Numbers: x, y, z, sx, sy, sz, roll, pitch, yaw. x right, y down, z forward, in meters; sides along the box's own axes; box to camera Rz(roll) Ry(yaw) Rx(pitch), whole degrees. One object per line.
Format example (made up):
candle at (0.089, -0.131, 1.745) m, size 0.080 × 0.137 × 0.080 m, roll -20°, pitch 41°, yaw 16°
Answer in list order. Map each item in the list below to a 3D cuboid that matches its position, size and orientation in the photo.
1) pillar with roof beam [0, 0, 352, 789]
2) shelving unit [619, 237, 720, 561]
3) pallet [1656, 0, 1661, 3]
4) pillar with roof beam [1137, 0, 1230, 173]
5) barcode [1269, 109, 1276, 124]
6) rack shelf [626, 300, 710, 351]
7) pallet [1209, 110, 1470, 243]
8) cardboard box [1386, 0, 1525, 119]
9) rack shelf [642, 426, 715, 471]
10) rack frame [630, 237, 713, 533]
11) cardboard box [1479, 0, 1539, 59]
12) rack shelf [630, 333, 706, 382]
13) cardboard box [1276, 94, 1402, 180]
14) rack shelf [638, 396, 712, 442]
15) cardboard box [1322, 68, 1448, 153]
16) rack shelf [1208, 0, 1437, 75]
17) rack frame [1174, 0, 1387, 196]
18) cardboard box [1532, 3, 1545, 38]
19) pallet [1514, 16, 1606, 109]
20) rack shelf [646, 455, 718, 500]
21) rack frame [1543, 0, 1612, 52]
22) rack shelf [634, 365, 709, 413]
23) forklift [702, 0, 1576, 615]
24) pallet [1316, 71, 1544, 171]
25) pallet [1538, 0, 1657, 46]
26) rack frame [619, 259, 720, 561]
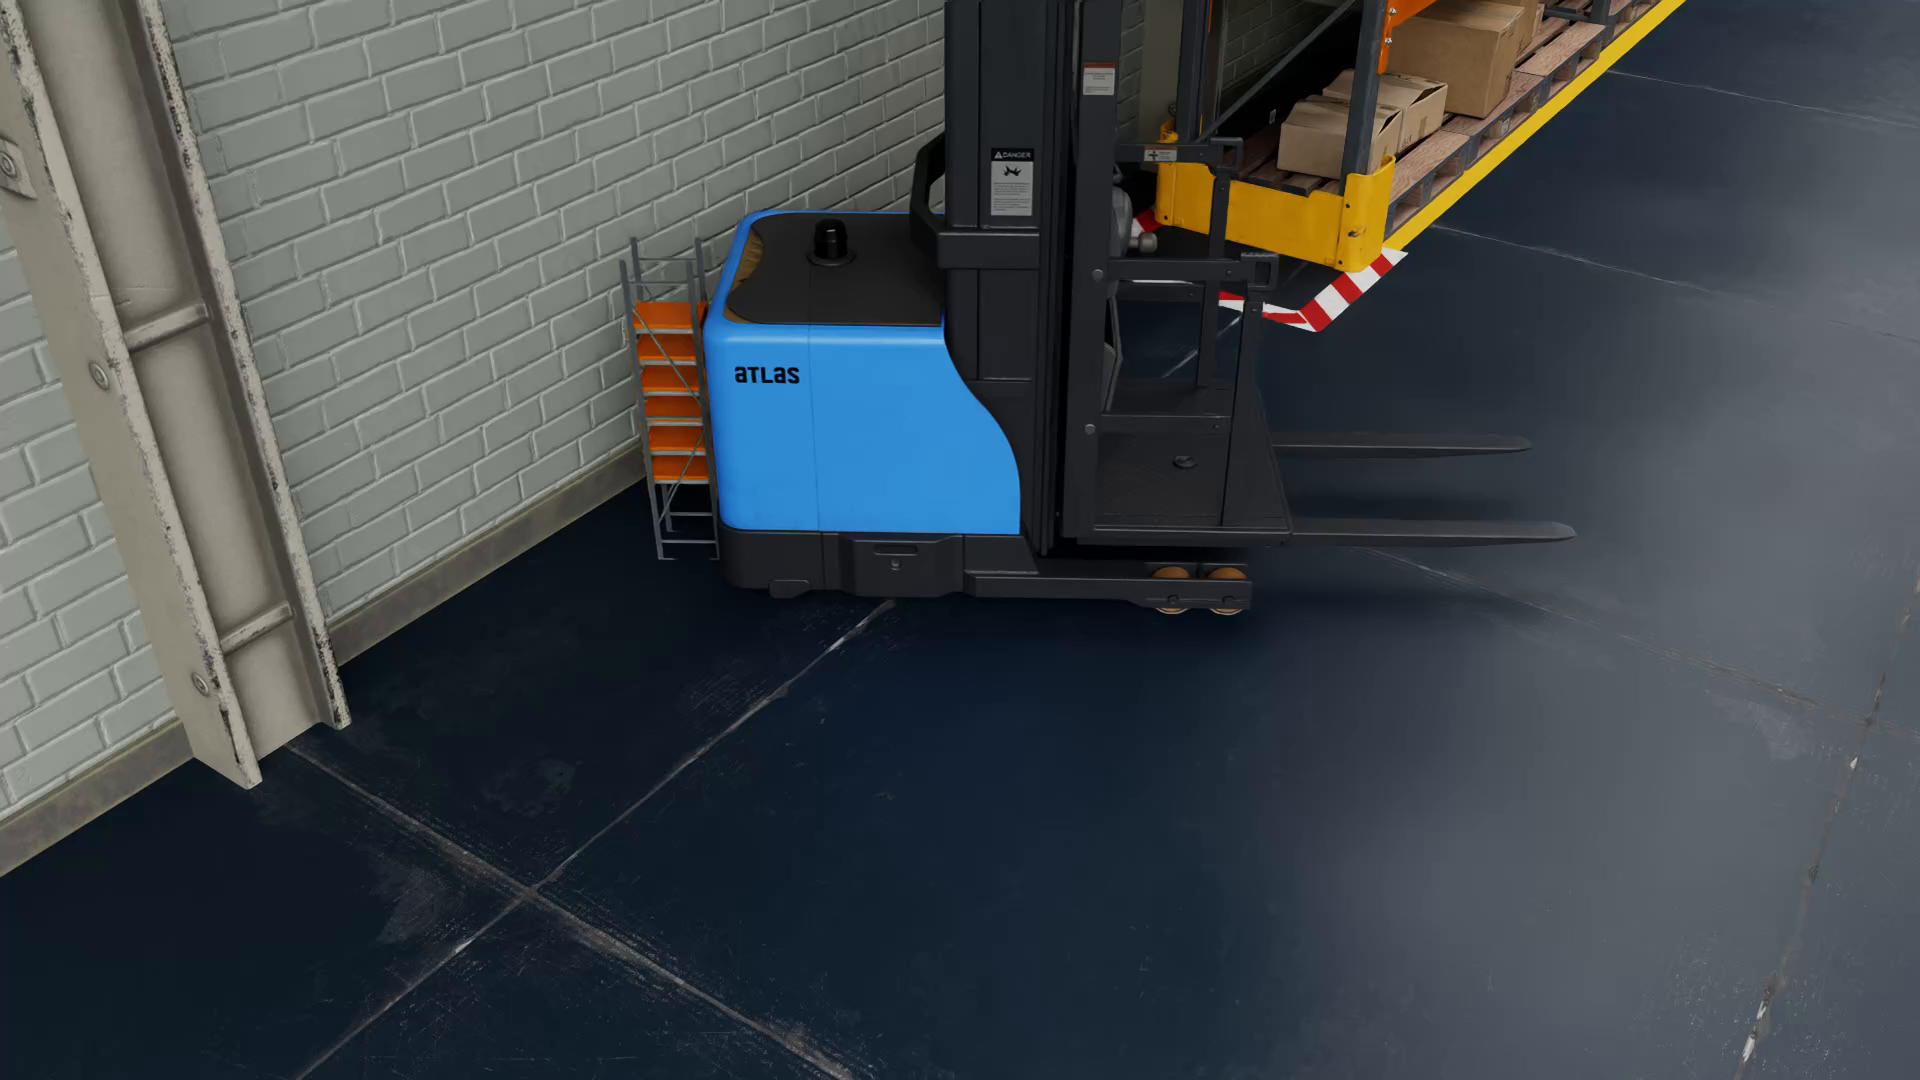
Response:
pillar with roof beam at (1.334, -1.724, 0.766) m, size 9.100 × 9.000 × 0.400 m, roll 21°, pitch 39°, yaw 28°
shelving unit at (-0.995, -0.475, 5.880) m, size 0.258 × 1.200 × 0.189 m, roll 1°, pitch 34°, yaw 2°
pallet at (4.948, -4.385, 12.546) m, size 1.003 × 0.211 × 1.213 m, roll 21°, pitch 39°, yaw 28°
pillar with roof beam at (4.755, -4.485, 4.850) m, size 9.100 × 9.000 × 0.400 m, roll 21°, pitch 39°, yaw 28°
barcode at (1.680, -2.275, 8.936) m, size 0.001 × 0.075 × 0.075 m, roll 21°, pitch 39°, yaw 28°
rack shelf at (-0.997, -0.736, 5.703) m, size 0.258 × 0.103 × 0.180 m, roll 1°, pitch 34°, yaw 2°
pallet at (2.065, -2.019, 9.048) m, size 1.003 × 0.211 × 1.213 m, roll 21°, pitch 39°, yaw 28°
cardboard box at (2.782, -2.797, 9.547) m, size 0.700 × 0.500 × 0.500 m, roll 19°, pitch 38°, yaw 25°
rack shelf at (-0.994, -0.339, 5.972) m, size 0.258 × 0.103 × 0.180 m, roll 1°, pitch 34°, yaw 2°
rack frame at (-0.993, -0.526, 5.956) m, size 0.240 × 1.200 × 0.006 m, roll 1°, pitch 34°, yaw 2°
cardboard box at (3.251, -3.274, 10.252) m, size 0.500 × 0.500 × 0.500 m, roll 18°, pitch 38°, yaw 25°
rack shelf at (-0.997, -0.637, 5.770) m, size 0.258 × 0.103 × 0.180 m, roll 1°, pitch 34°, yaw 2°
cardboard box at (1.998, -2.135, 8.737) m, size 0.500 × 0.311 × 0.500 m, roll 17°, pitch 37°, yaw 23°
rack shelf at (-0.995, -0.438, 5.905) m, size 0.258 × 0.103 × 0.180 m, roll 1°, pitch 34°, yaw 2°
cardboard box at (2.323, -2.397, 9.125) m, size 0.500 × 0.311 × 0.500 m, roll 25°, pitch 41°, yaw 32°
rack shelf at (2.670, -3.399, 9.241) m, size 1.077 × 0.370 × 4.000 m, roll 21°, pitch 39°, yaw 28°
rack frame at (1.530, -2.777, 7.679) m, size 1.000 × 3.000 × 0.127 m, roll 21°, pitch 39°, yaw 28°
cardboard box at (3.530, -3.370, 10.693) m, size 0.380 × 0.166 × 0.250 m, roll 16°, pitch 37°, yaw 22°
pallet at (3.456, -3.142, 10.708) m, size 1.003 × 0.211 × 1.213 m, roll 21°, pitch 39°, yaw 28°
rack shelf at (-0.994, -0.239, 6.039) m, size 0.258 × 0.103 × 0.180 m, roll 1°, pitch 34°, yaw 2°
rack frame at (3.810, -4.618, 10.401) m, size 1.000 × 3.000 × 0.127 m, roll 21°, pitch 39°, yaw 28°
rack shelf at (-0.996, -0.538, 5.838) m, size 0.258 × 0.103 × 0.180 m, roll 1°, pitch 34°, yaw 2°
forklift at (0.673, -1.254, 5.488) m, size 3.031 × 2.935 × 1.130 m, roll 1°, pitch 34°, yaw 1°
pallet at (2.761, -2.578, 9.874) m, size 1.003 × 0.211 × 1.213 m, roll 21°, pitch 39°, yaw 28°
pallet at (4.253, -3.821, 11.712) m, size 1.003 × 0.211 × 1.213 m, roll 21°, pitch 39°, yaw 28°
rack frame at (-0.998, -0.424, 5.804) m, size 0.240 × 1.200 × 0.006 m, roll 1°, pitch 34°, yaw 2°
